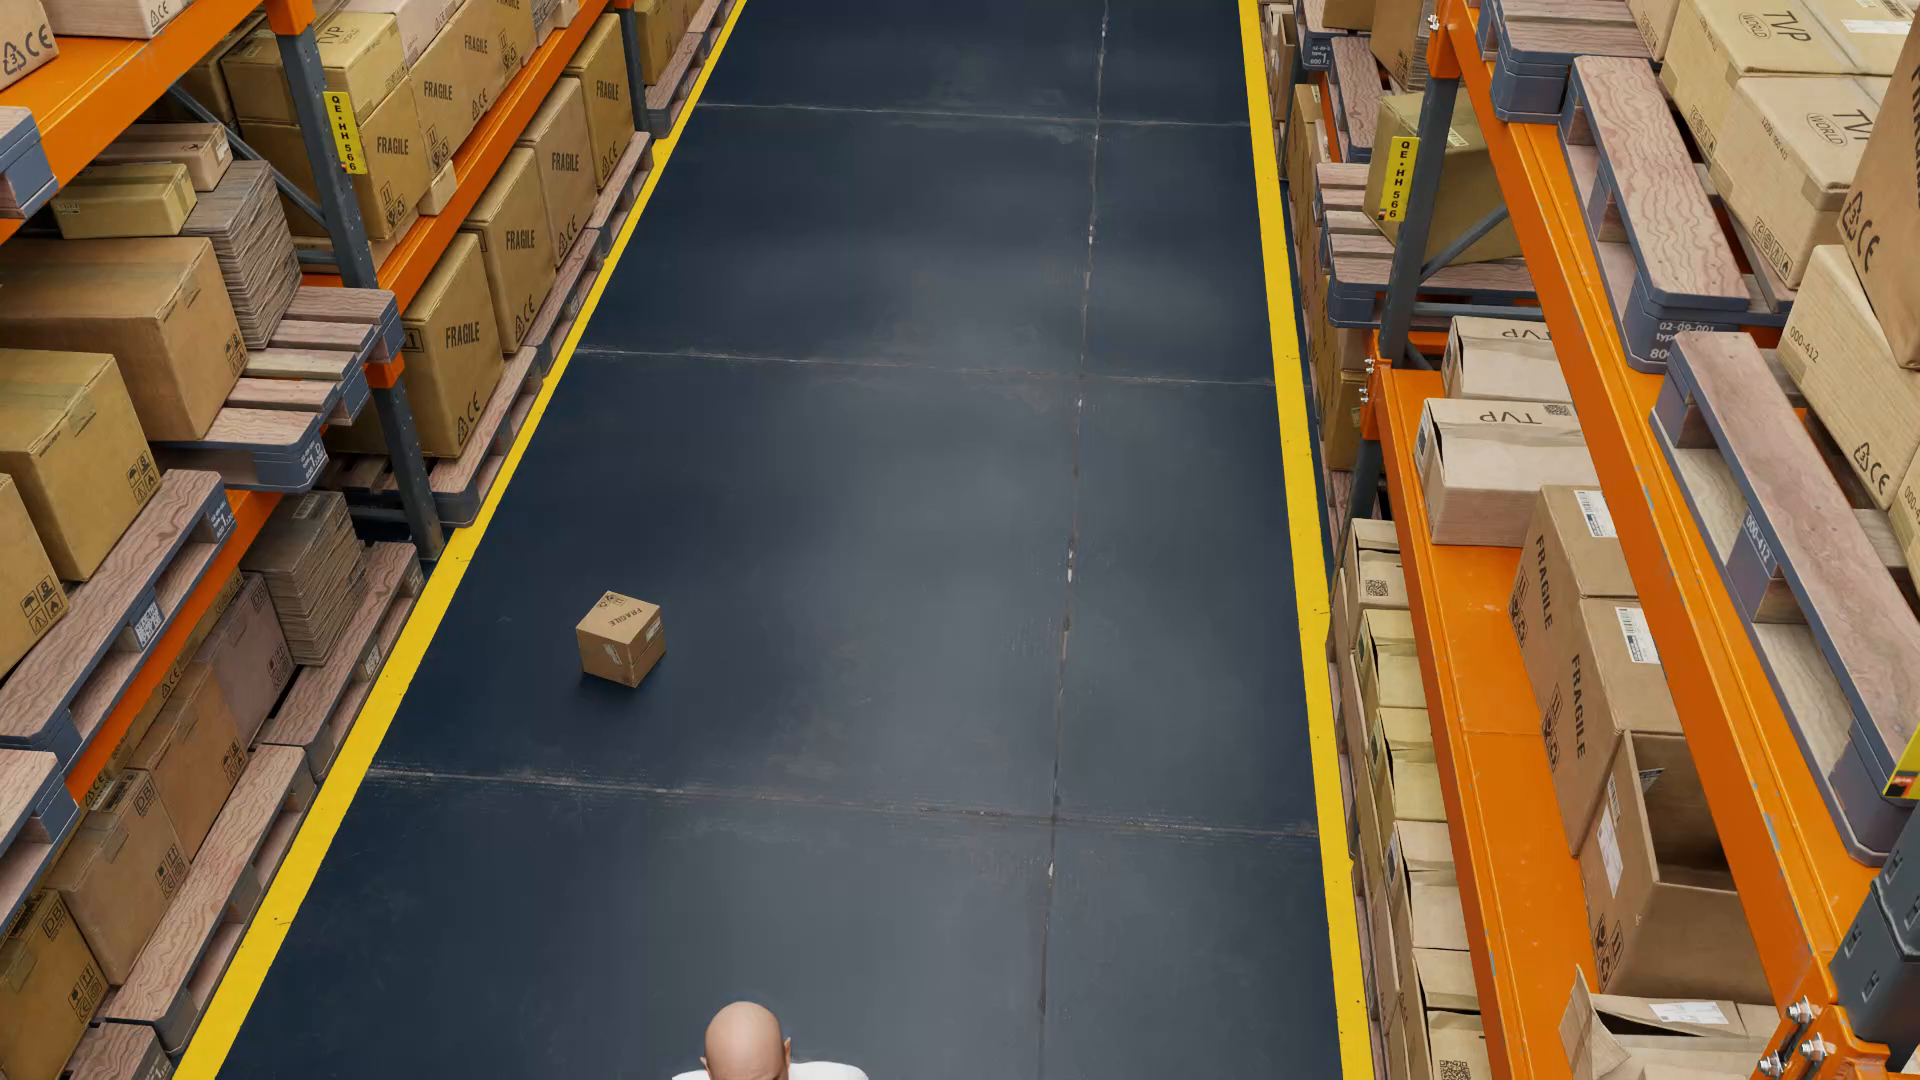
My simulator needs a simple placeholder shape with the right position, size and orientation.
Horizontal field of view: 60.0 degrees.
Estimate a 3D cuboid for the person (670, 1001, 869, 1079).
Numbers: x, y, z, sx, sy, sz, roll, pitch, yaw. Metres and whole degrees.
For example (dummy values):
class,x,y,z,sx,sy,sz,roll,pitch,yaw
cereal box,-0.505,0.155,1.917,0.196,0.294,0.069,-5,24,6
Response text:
class,x,y,z,sx,sy,sz,roll,pitch,yaw
person,-0.448,1.735,4.028,0.582,1.776,0.531,-1,40,-2
